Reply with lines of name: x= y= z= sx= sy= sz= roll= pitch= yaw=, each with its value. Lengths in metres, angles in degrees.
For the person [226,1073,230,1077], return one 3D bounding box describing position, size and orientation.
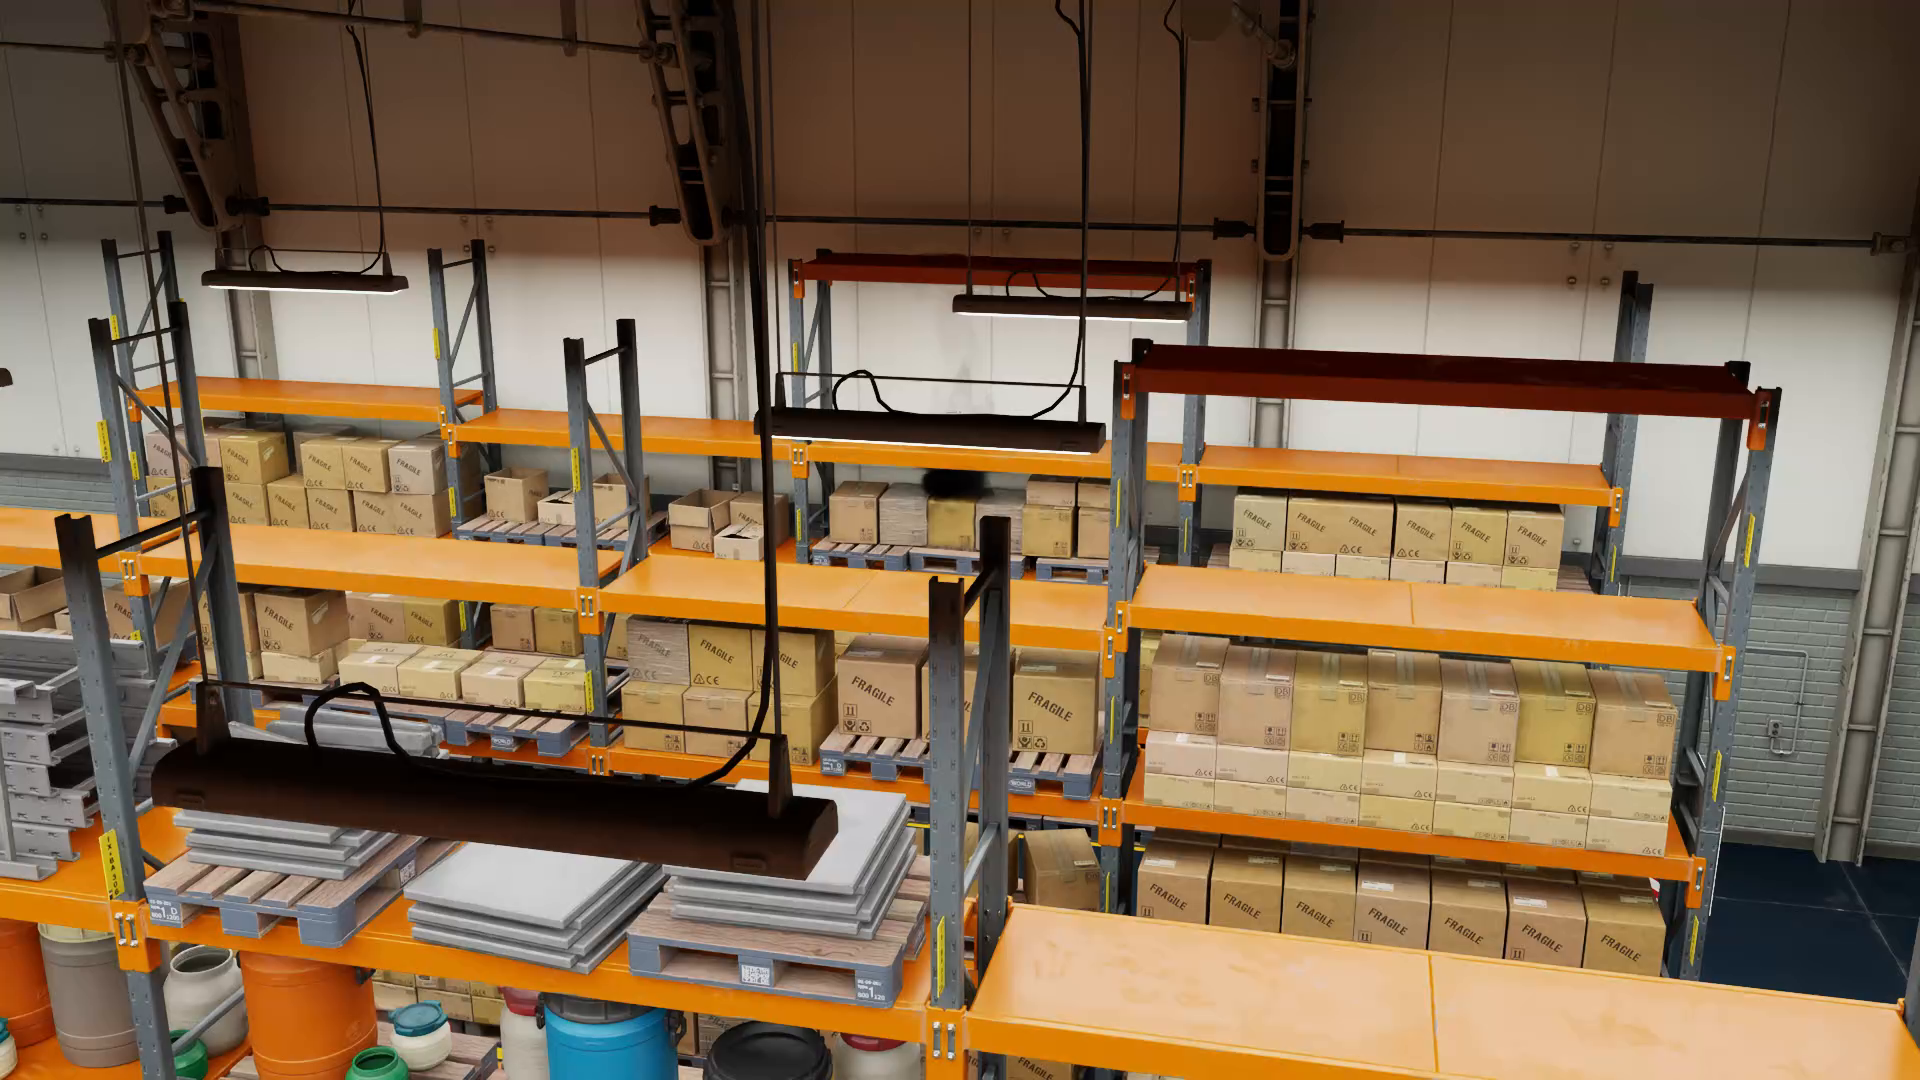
person: x=-4.915 y=3.974 z=11.600 sx=0.776 sy=1.846 sz=0.644 roll=1 pitch=16 yaw=4
